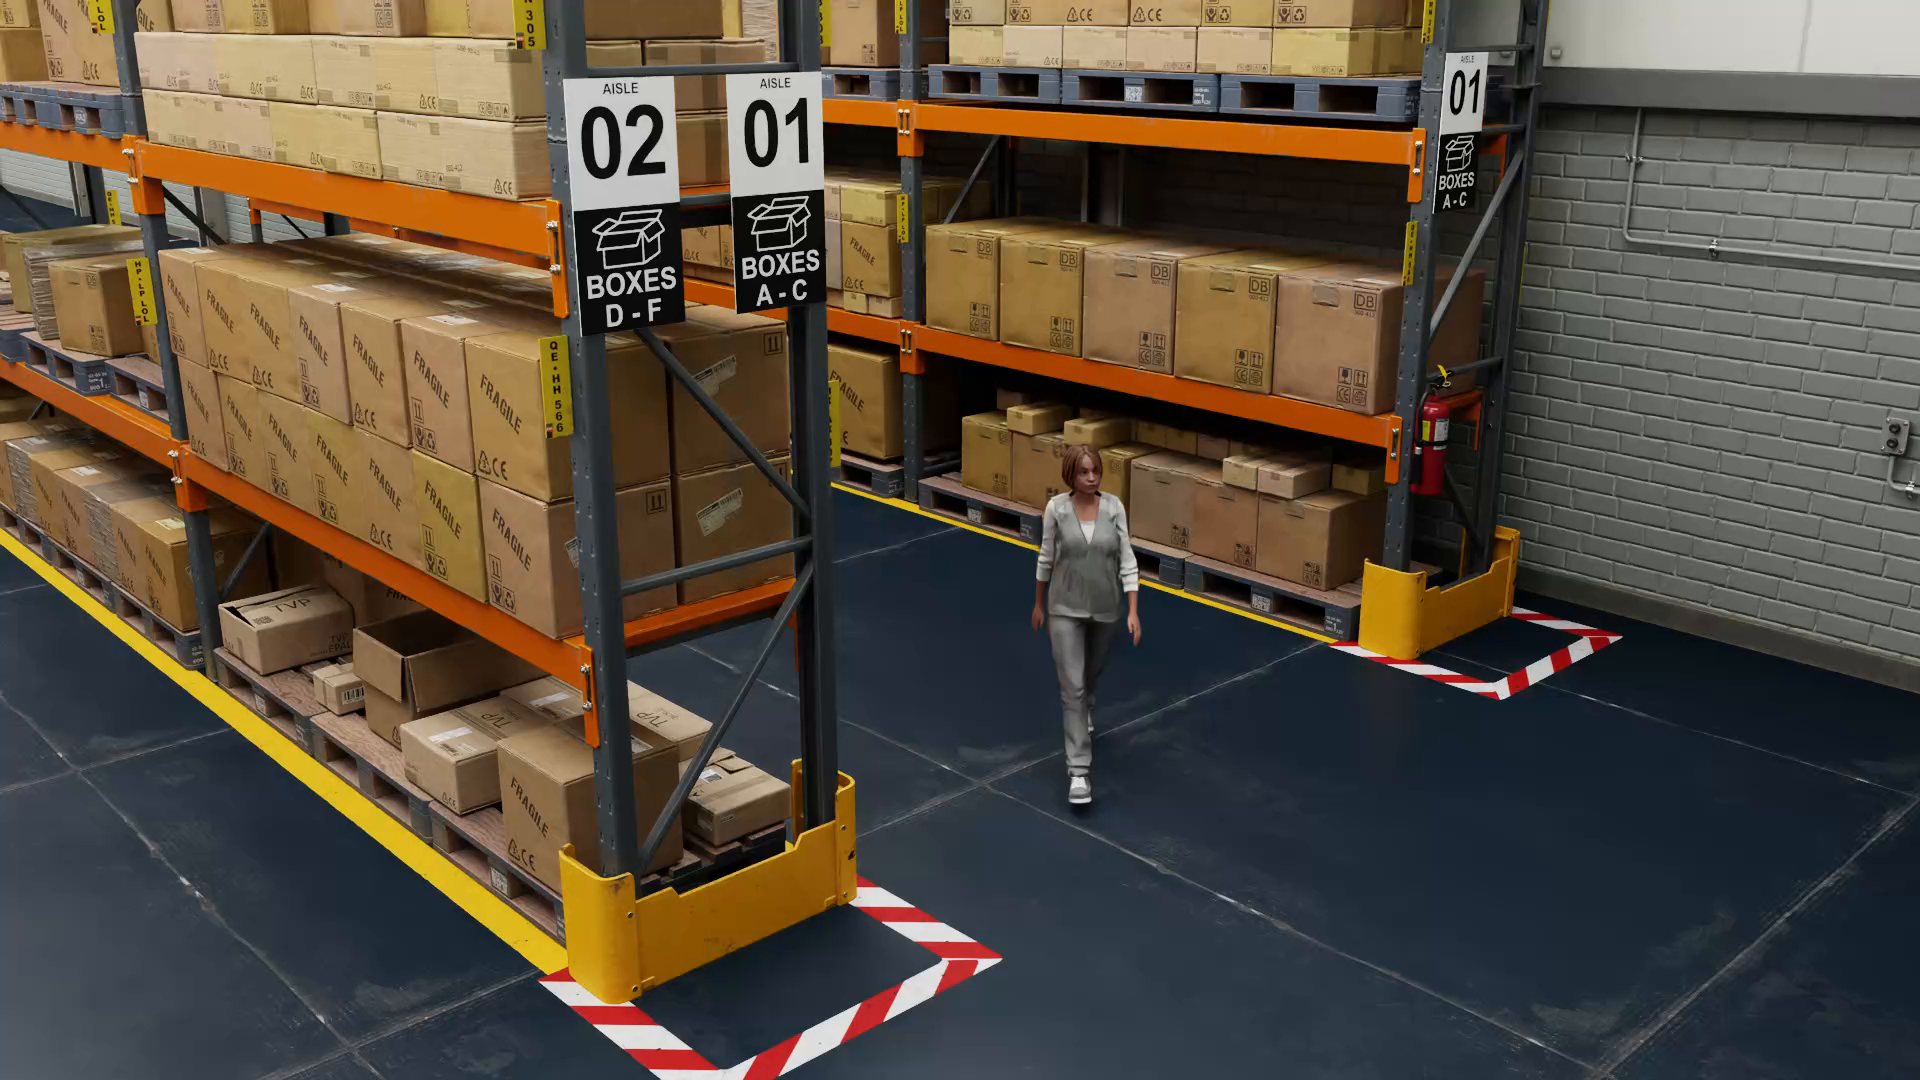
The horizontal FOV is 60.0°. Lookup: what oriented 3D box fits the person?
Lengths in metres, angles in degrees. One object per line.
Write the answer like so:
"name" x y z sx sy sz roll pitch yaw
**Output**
"person" 0.580 0.317 7.553 0.446 1.532 0.993 -3 18 -9
